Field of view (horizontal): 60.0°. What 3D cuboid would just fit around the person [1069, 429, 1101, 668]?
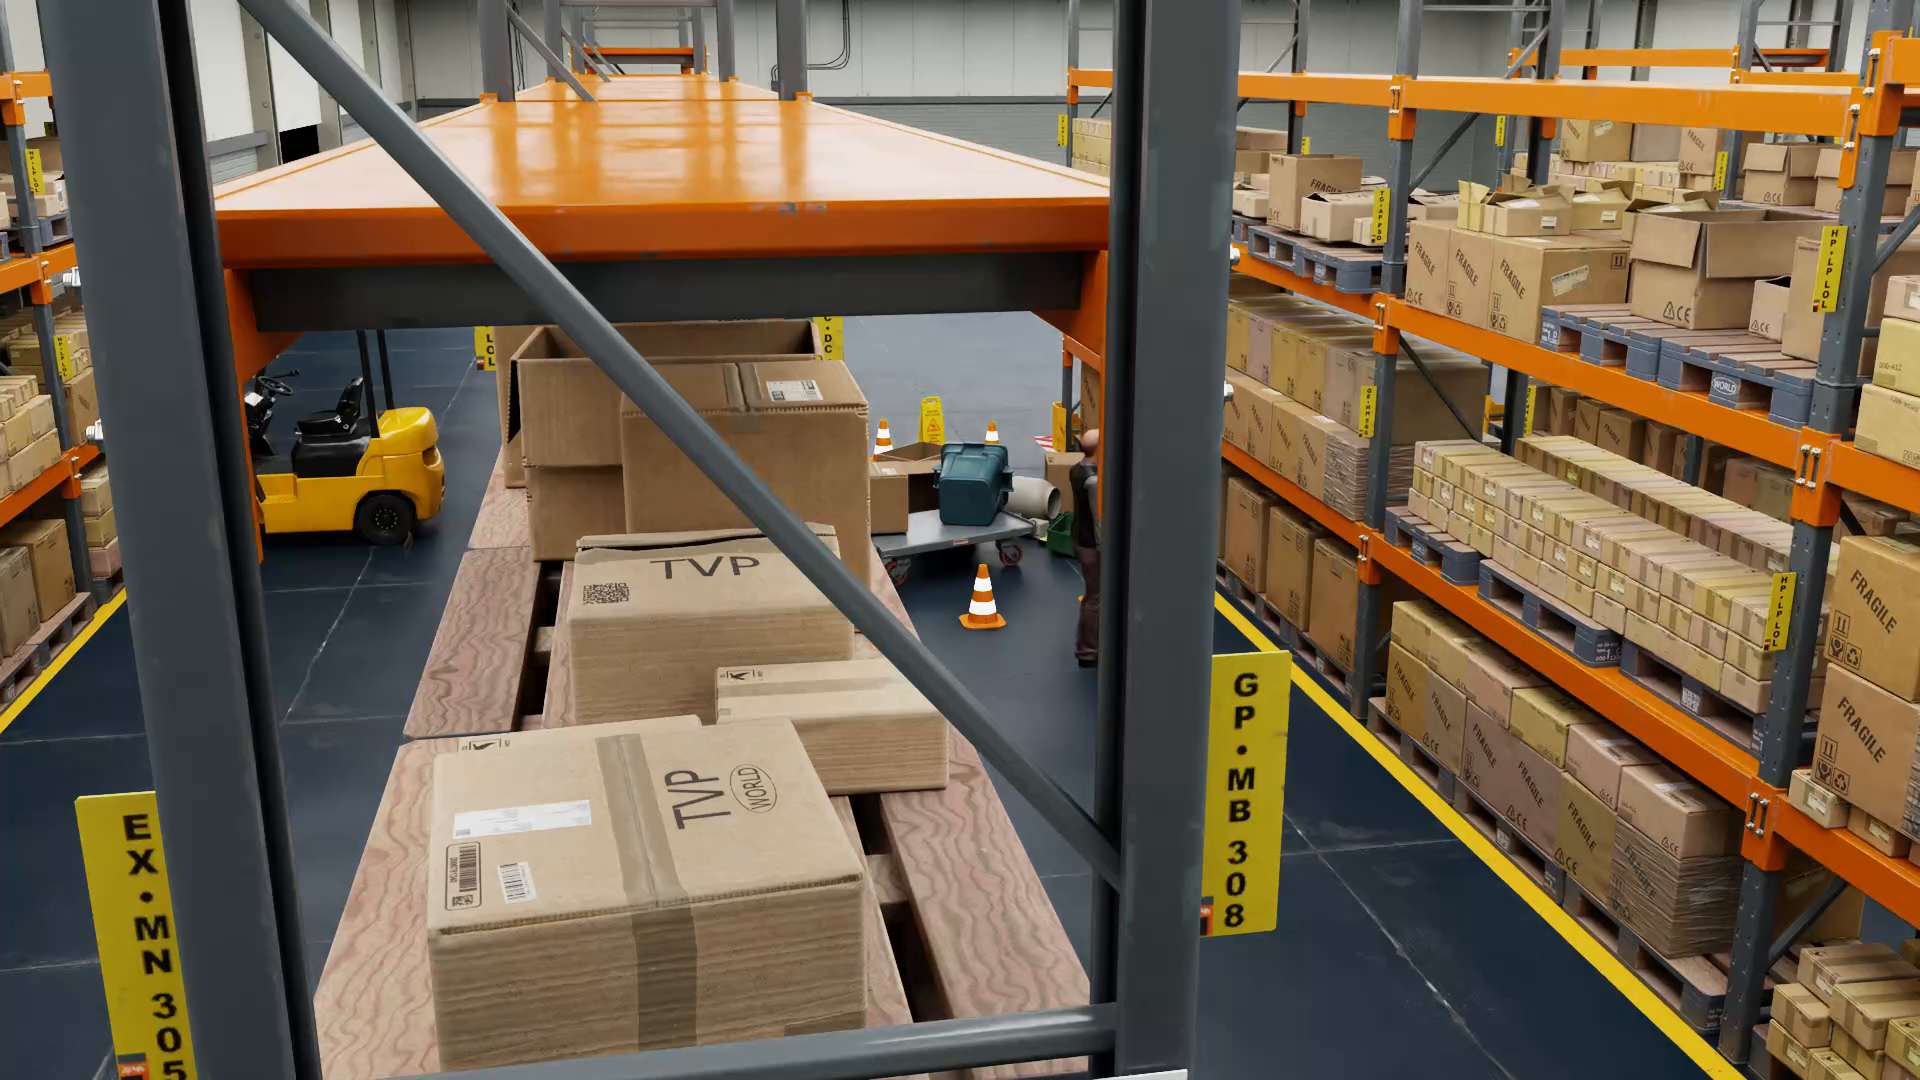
[{"bbox_3d":[0.989,0.053,11.916,0.385,1.727,0.538,-3,16,-10],"label":"person"}]
